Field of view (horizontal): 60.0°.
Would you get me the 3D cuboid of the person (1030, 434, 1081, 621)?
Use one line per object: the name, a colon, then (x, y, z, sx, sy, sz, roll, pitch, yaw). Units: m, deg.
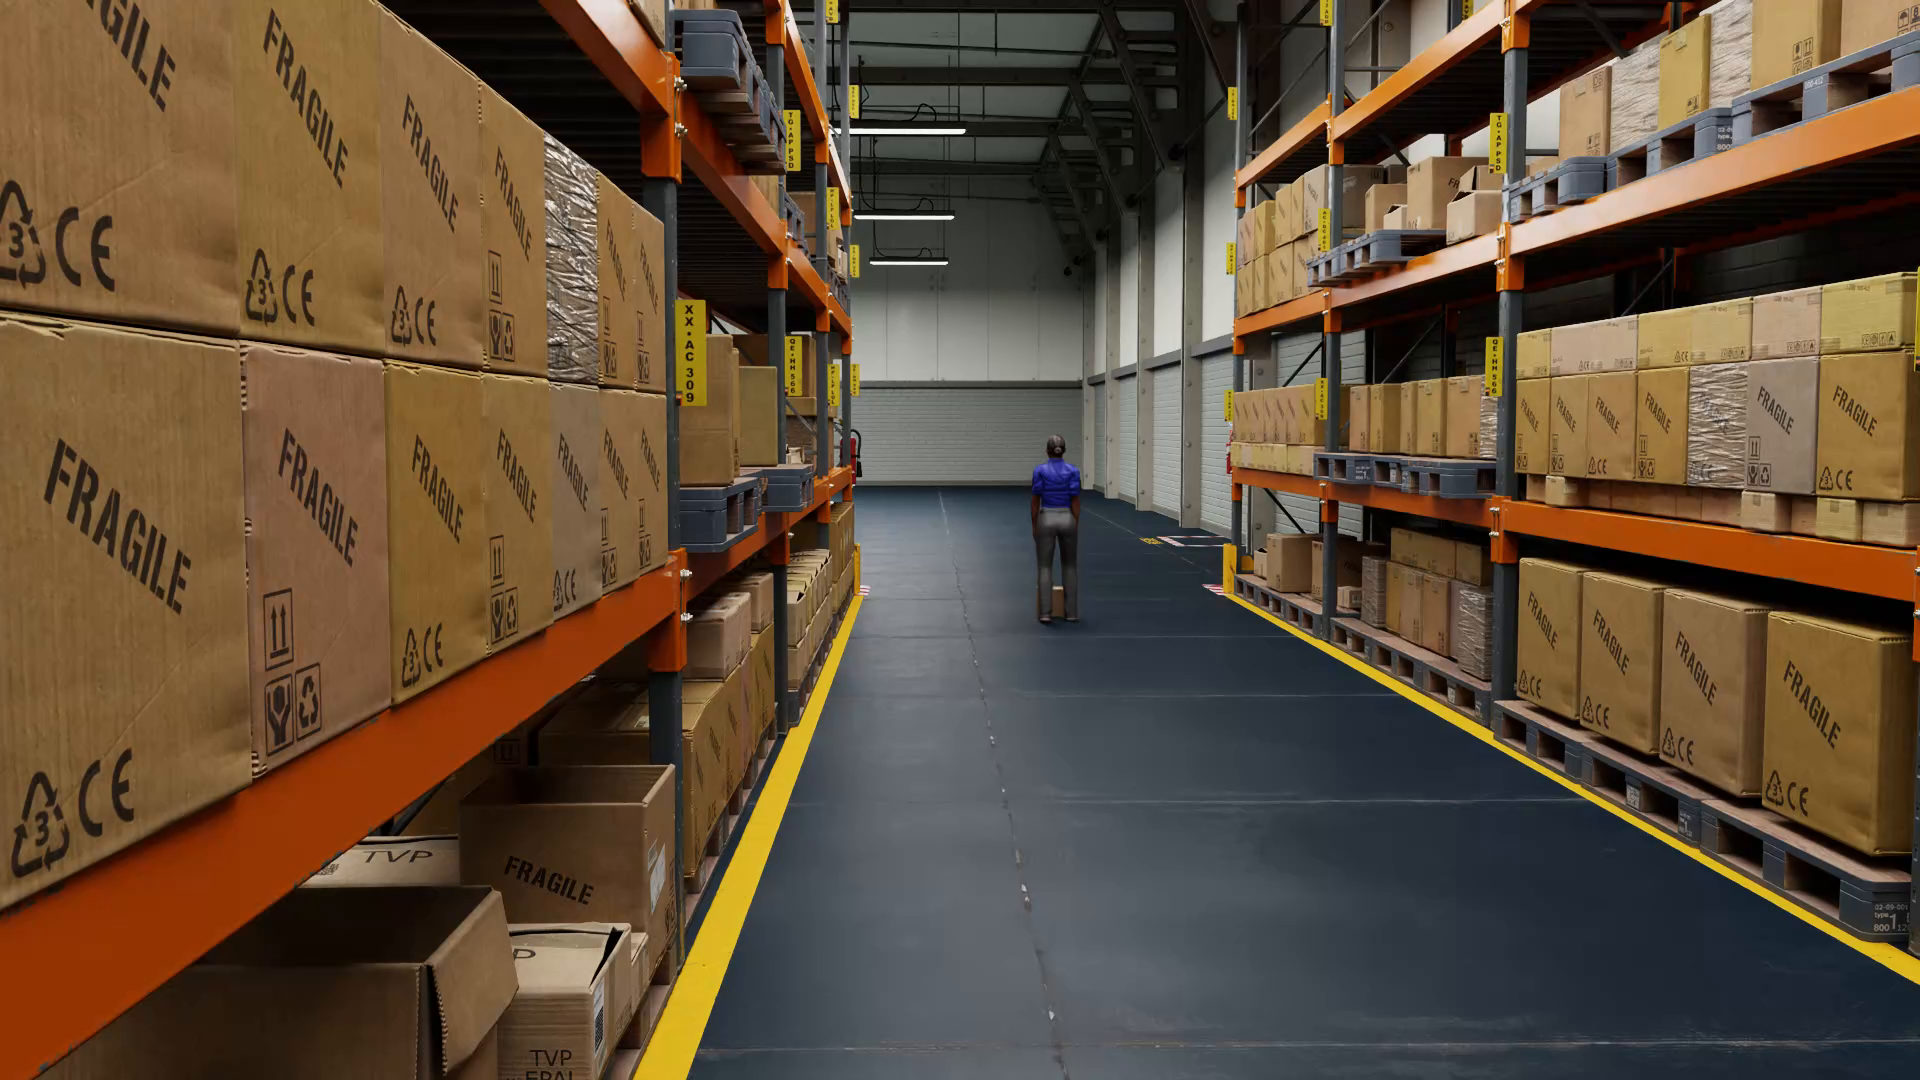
person: (0.838, -0.102, 14.653, 0.437, 1.660, 0.354, 0, 4, 0)
